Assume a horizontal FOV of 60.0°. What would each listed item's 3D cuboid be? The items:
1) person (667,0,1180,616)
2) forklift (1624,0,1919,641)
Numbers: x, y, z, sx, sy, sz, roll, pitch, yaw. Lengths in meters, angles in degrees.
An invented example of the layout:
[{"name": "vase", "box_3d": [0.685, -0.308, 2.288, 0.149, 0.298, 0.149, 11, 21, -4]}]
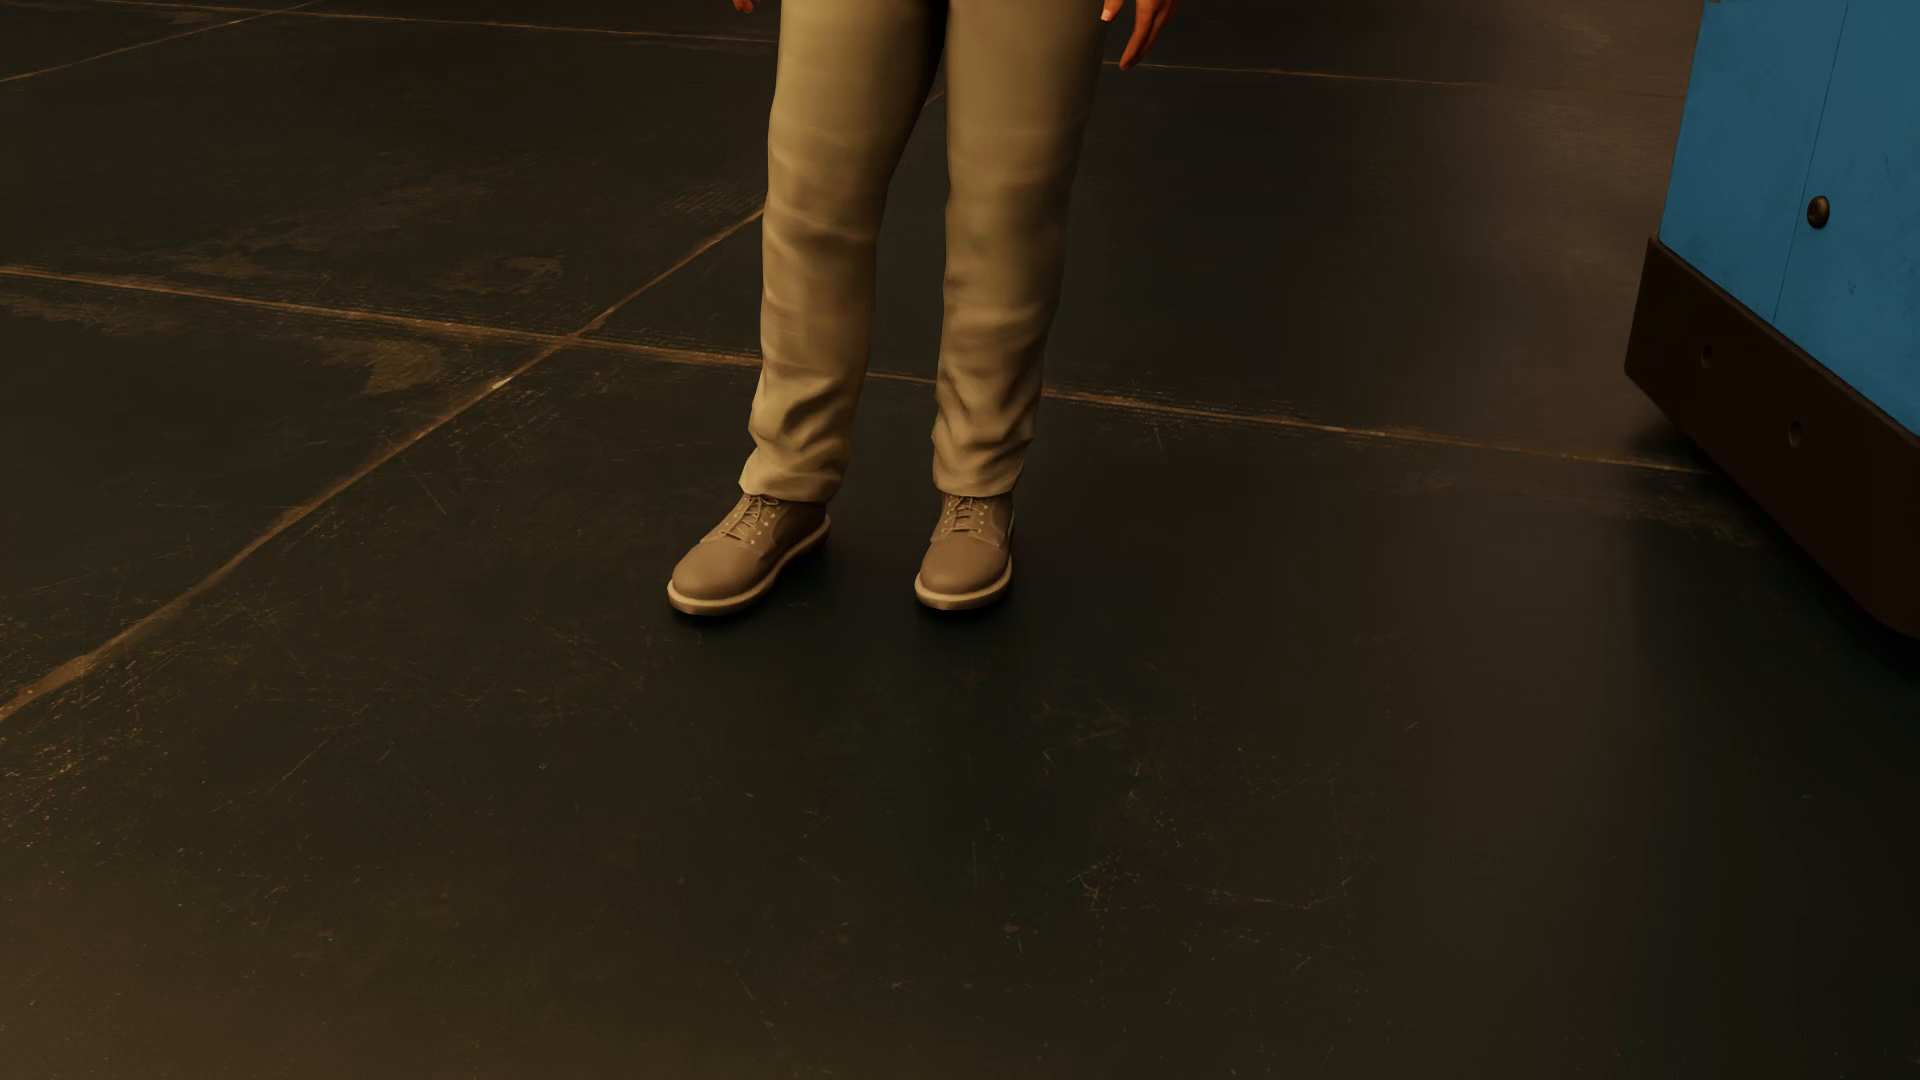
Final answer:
[{"name": "person", "box_3d": [-0.035, -0.768, 2.029, 0.640, 1.780, 0.575, 8, 28, 16]}, {"name": "forklift", "box_3d": [2.684, -1.345, 1.911, 3.031, 2.935, 1.130, 0, 27, -1]}]
